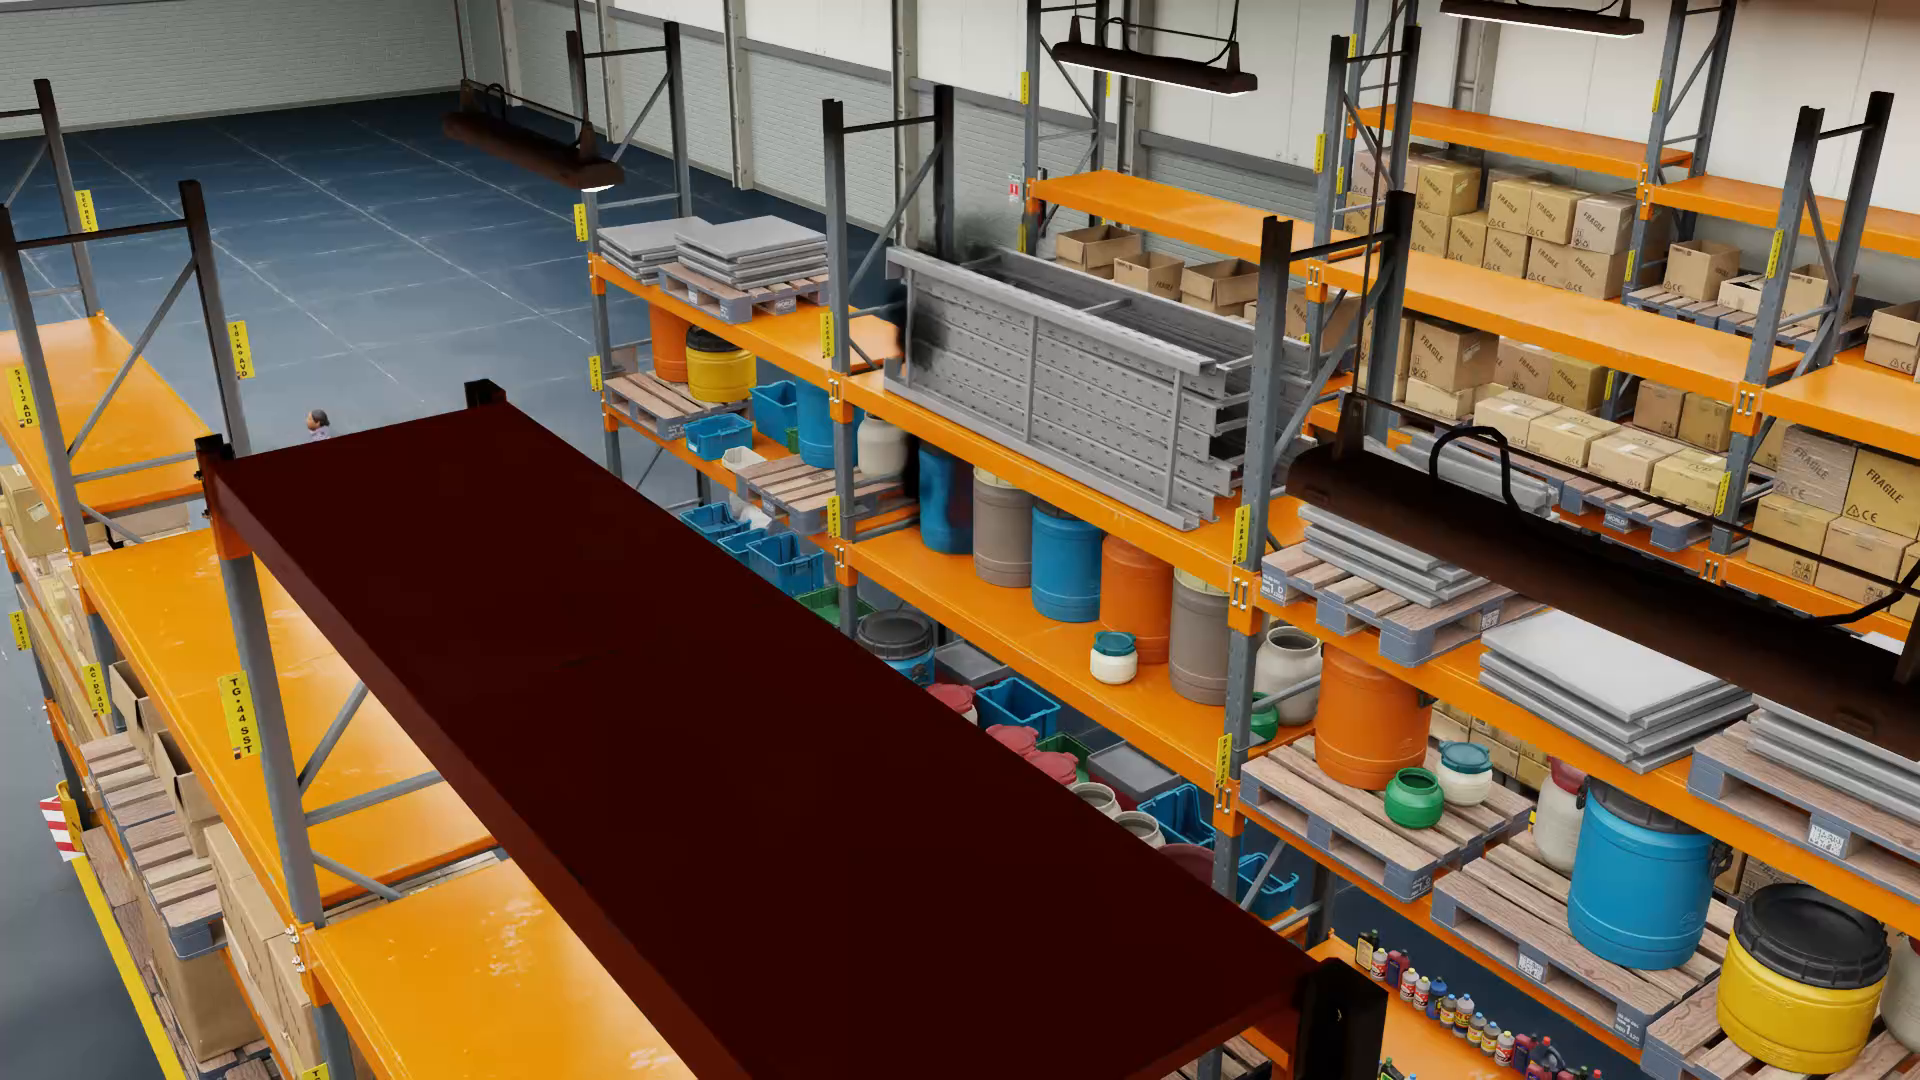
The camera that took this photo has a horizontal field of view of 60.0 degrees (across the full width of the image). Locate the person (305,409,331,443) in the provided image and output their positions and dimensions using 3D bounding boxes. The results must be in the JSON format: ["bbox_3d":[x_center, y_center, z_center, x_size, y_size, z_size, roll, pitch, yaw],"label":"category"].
[{"bbox_3d":[-7.126,-0.673,18.512,0.590,1.627,0.589,-7,26,-14],"label":"person"}]

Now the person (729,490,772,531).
[{"bbox_3d":[-2.197,-0.191,17.327,0.569,1.719,0.697,9,26,19],"label":"person"}]
